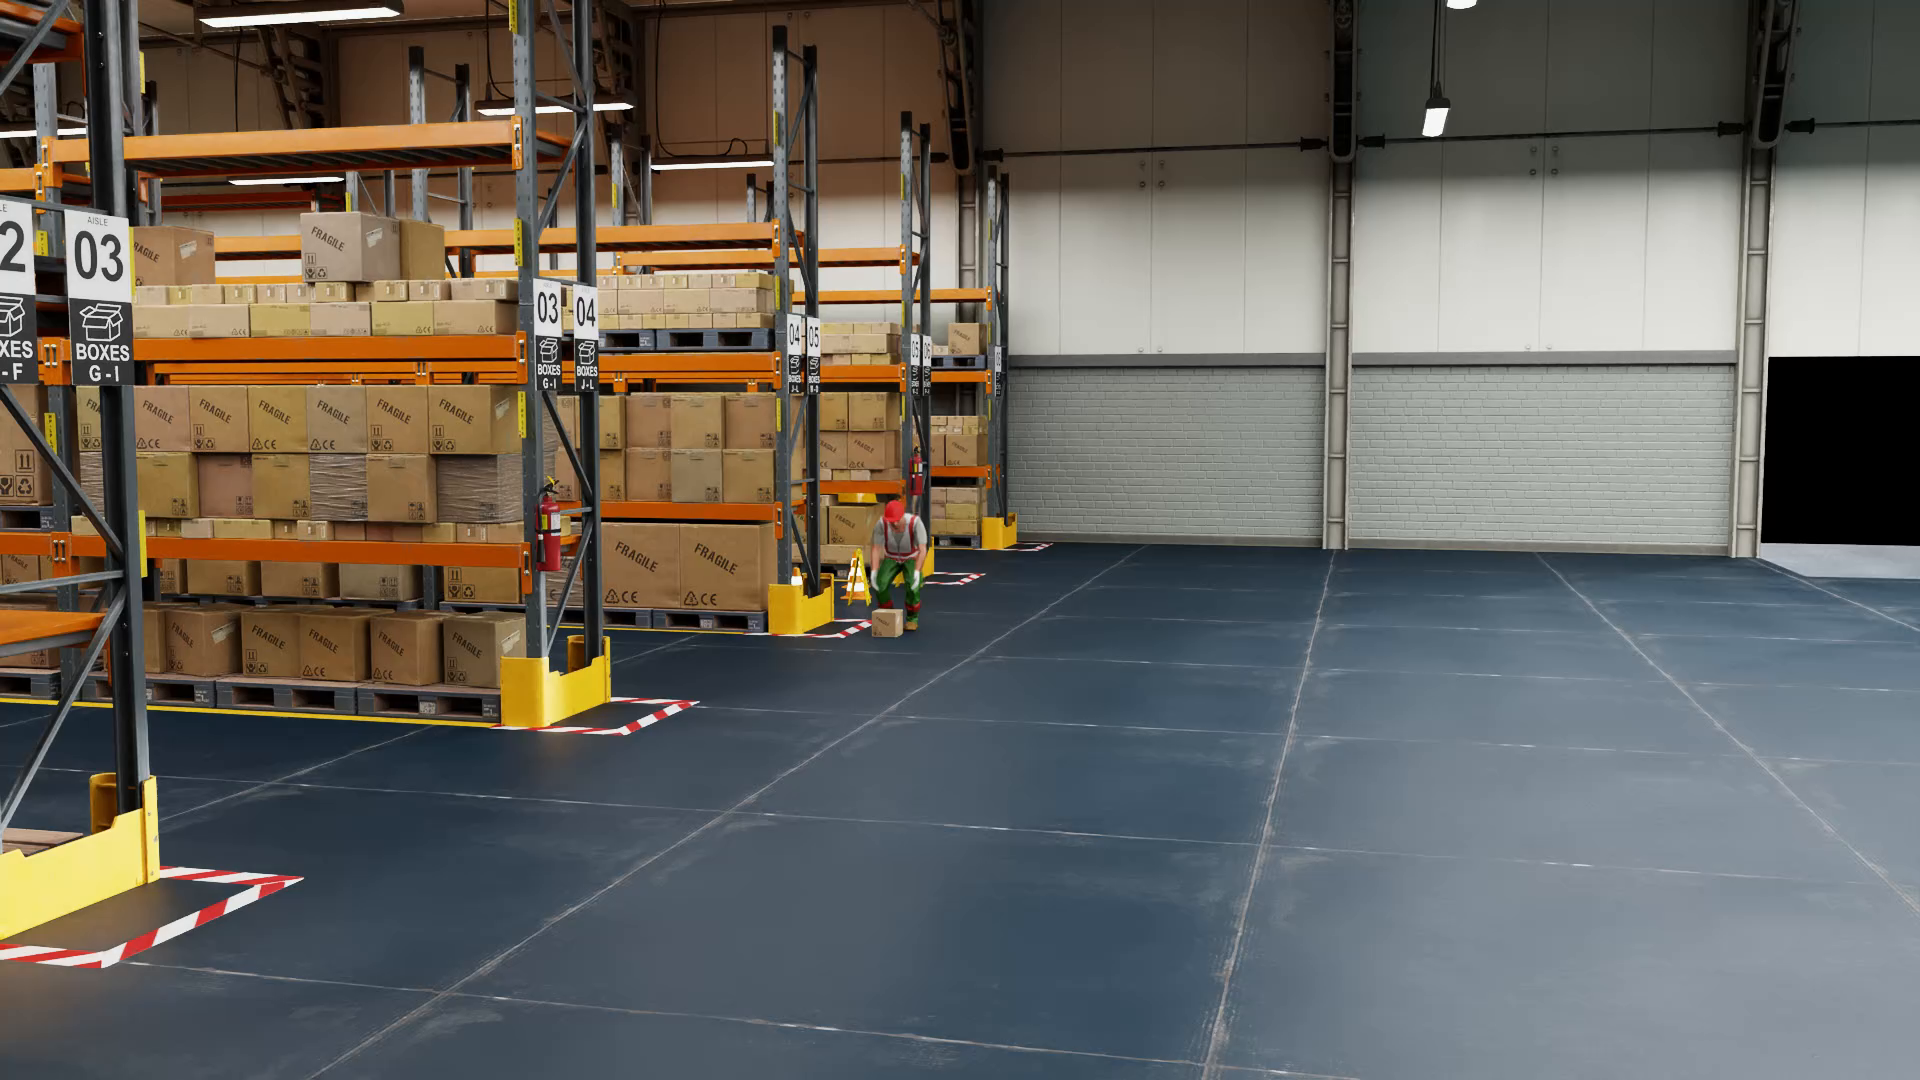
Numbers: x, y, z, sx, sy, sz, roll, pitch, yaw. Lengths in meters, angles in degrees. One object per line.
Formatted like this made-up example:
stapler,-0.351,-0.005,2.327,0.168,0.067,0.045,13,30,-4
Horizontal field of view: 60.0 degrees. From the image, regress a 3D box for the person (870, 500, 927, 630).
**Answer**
person,-0.597,0.252,16.935,0.584,1.351,0.795,1,5,14
